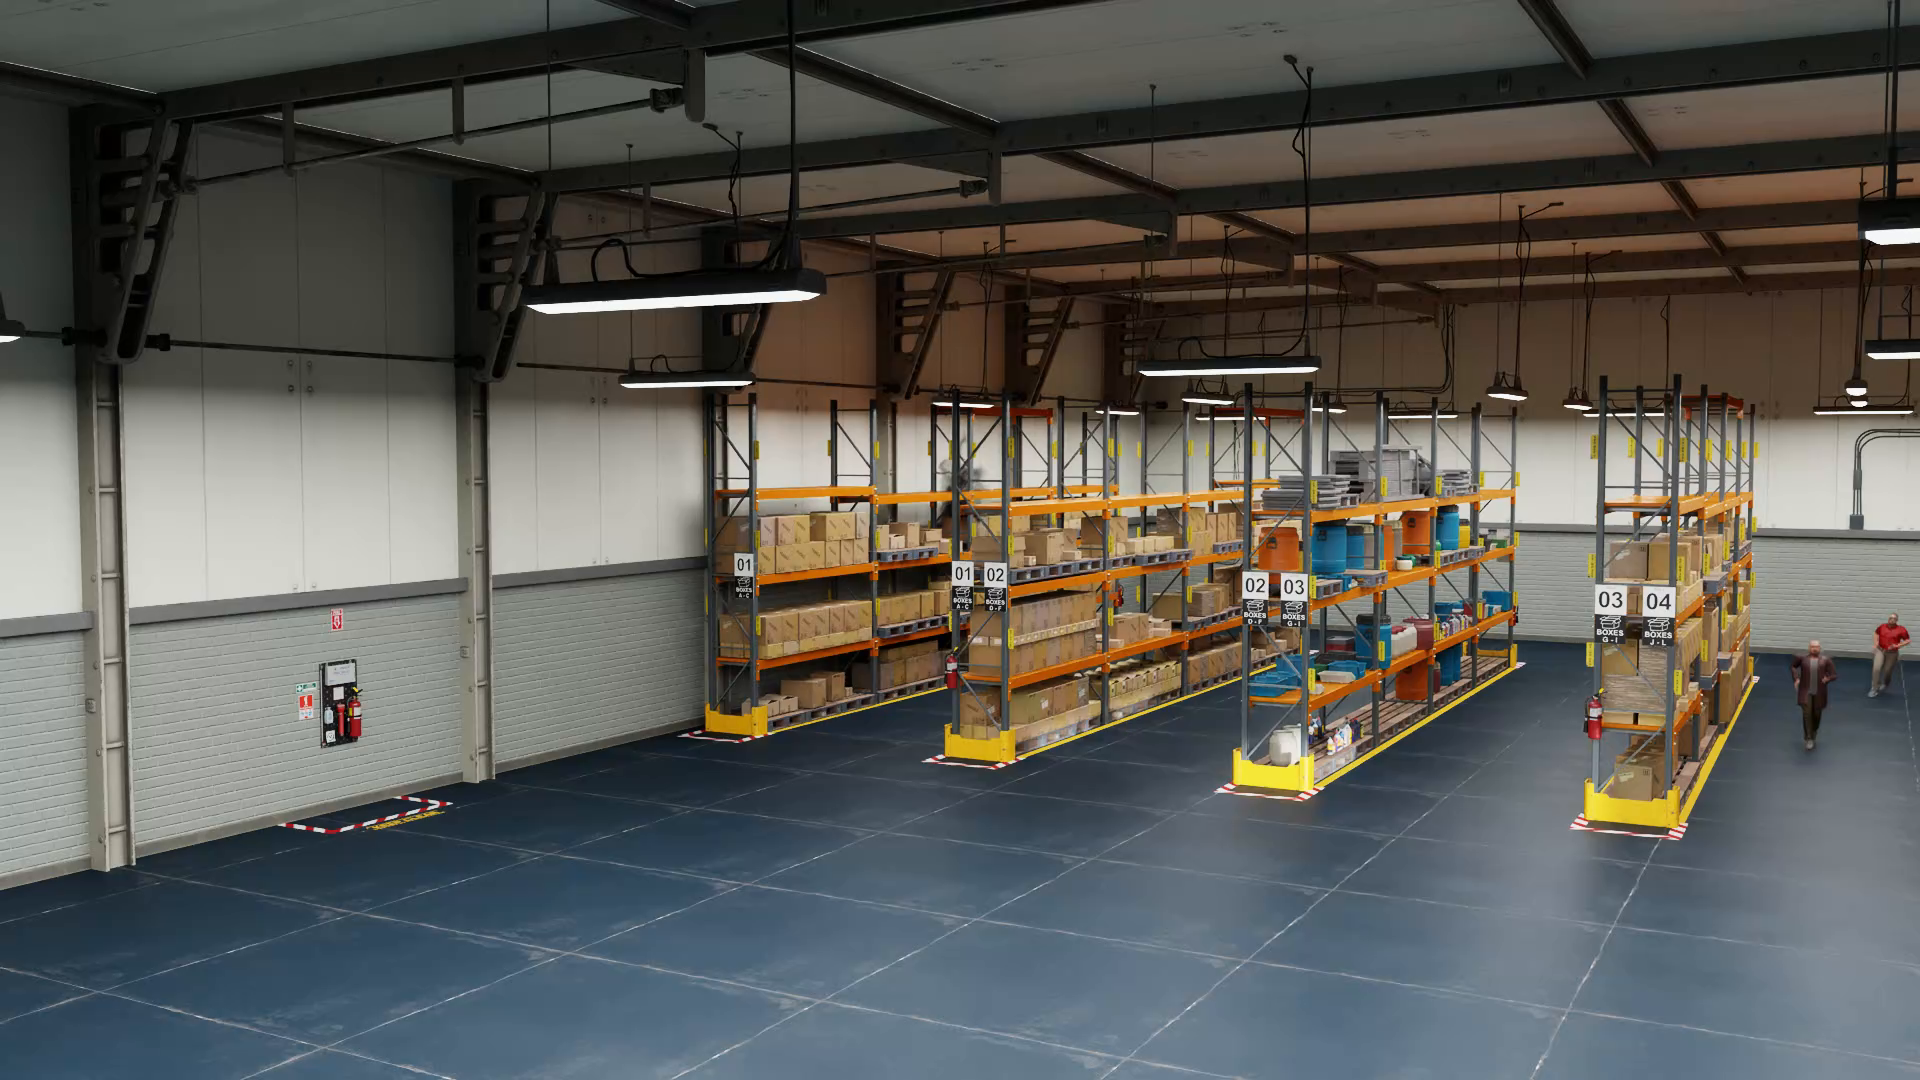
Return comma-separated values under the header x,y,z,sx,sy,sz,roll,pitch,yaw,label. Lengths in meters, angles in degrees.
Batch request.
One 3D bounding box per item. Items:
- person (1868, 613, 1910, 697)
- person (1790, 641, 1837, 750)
x,y,z,sx,sy,sz,roll,pitch,yaw,label
18.918,2.326,33.808,0.691,1.689,0.940,3,4,39,person
14.401,2.589,28.079,0.708,1.793,1.048,1,3,24,person
